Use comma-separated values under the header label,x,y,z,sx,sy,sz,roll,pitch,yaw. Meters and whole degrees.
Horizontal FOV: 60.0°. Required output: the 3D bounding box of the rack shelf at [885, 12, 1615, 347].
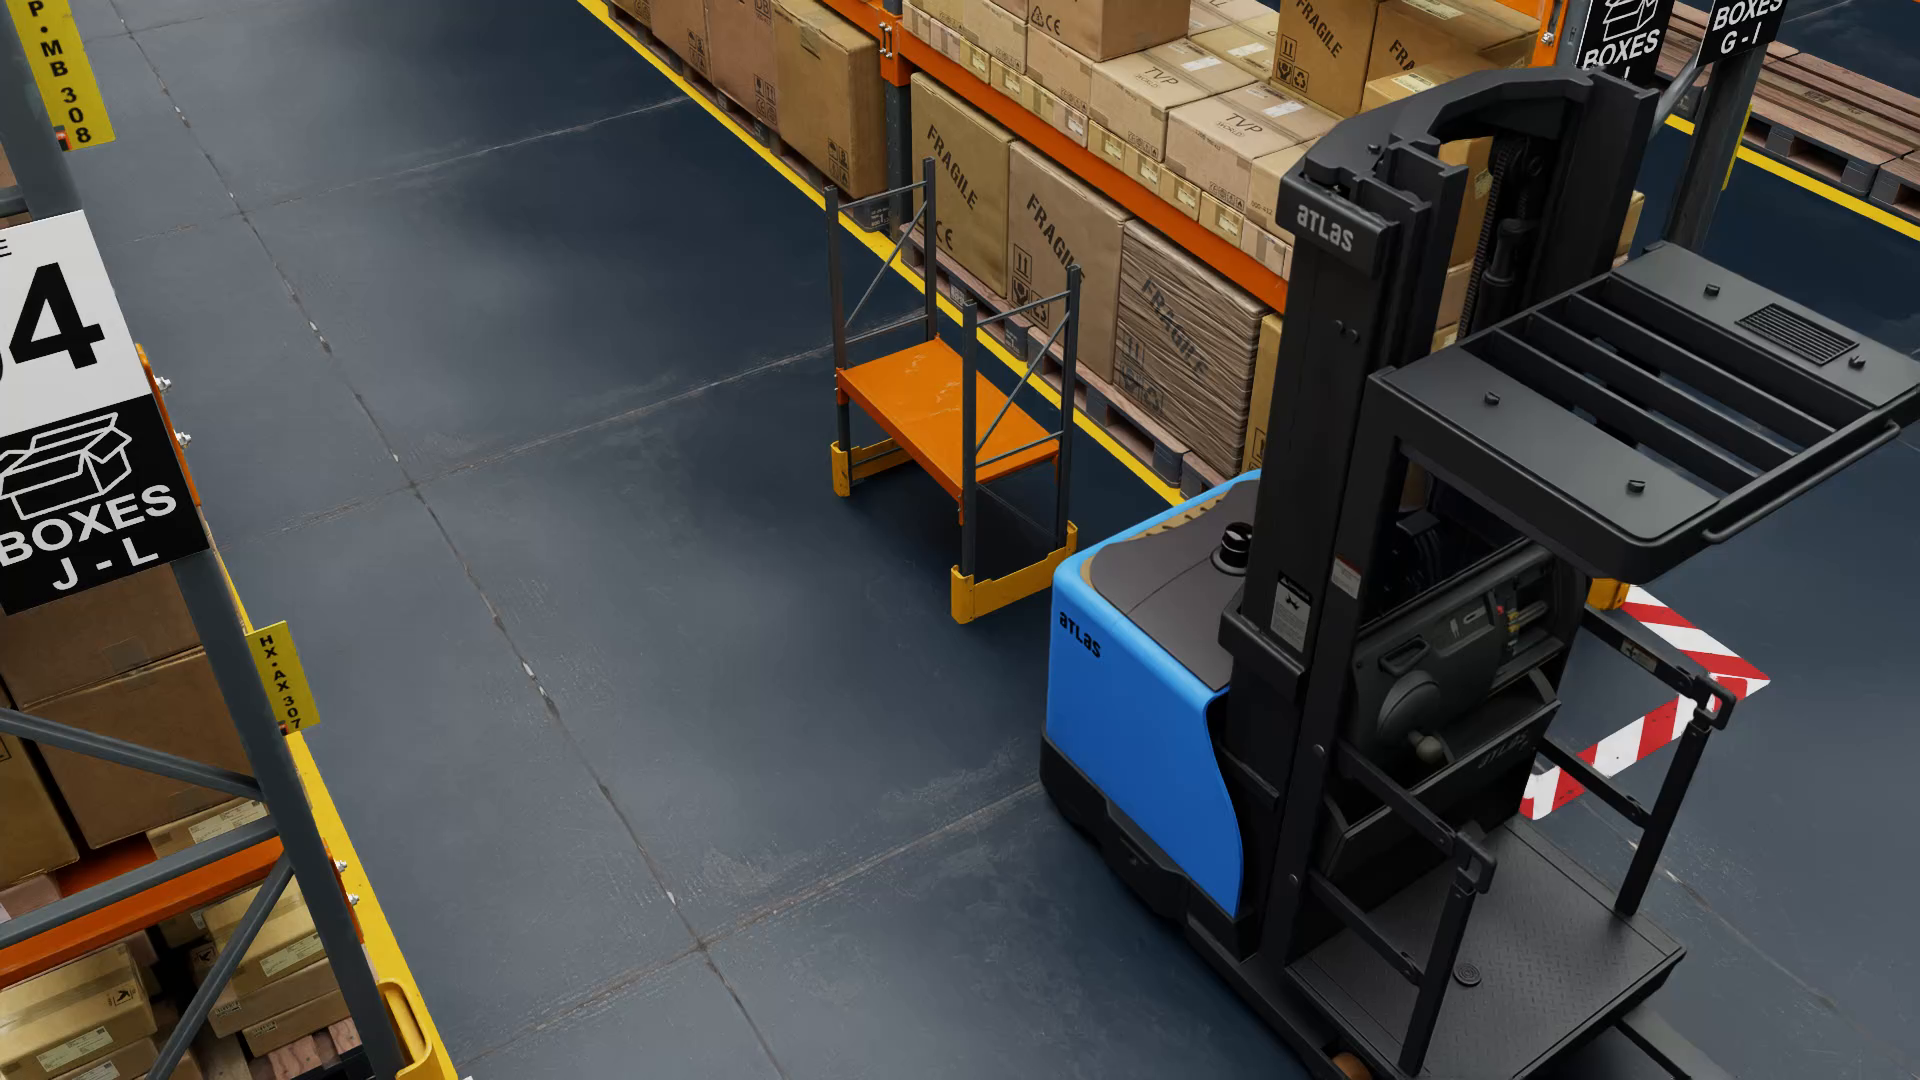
label,x,y,z,sx,sy,sz,roll,pitch,yaw
rack shelf,1.137,-1.612,7.403,1.077,0.370,4.000,-22,45,-24

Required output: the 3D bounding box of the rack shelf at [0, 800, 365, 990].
label,x,y,z,sx,sy,sz,roll,pitch,yaw
rack shelf,-3.099,0.041,5.419,1.077,0.370,4.000,-22,45,-24

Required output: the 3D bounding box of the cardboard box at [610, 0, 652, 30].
label,x,y,z,sx,sy,sz,roll,pitch,yaw
cardboard box,-1.735,-4.092,11.149,1.225,0.875,0.875,-24,46,-26

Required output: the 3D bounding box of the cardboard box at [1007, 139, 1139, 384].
label,x,y,z,sx,sy,sz,roll,pitch,yaw
cardboard box,0.833,-1.443,7.970,0.875,0.875,0.875,-22,45,-24

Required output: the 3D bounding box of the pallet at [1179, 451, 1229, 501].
label,x,y,z,sx,sy,sz,roll,pitch,yaw
pallet,1.717,-0.142,7.255,1.003,0.211,1.213,-22,45,-24

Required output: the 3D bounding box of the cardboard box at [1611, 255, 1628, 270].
label,x,y,z,sx,sy,sz,roll,pitch,yaw
cardboard box,2.300,-1.017,6.324,0.380,0.149,0.250,-22,44,-24

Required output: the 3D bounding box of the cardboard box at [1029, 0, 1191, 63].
label,x,y,z,sx,sy,sz,roll,pitch,yaw
cardboard box,0.646,-2.418,7.108,0.500,0.500,0.500,-24,45,-26

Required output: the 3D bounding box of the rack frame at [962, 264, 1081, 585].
label,x,y,z,sx,sy,sz,roll,pitch,yaw
rack frame,0.227,-0.348,6.496,0.500,1.500,0.032,-22,45,-24

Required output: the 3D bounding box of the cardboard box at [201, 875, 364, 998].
label,x,y,z,sx,sy,sz,roll,pitch,yaw
cardboard box,-2.019,1.150,4.961,0.380,0.149,0.250,-24,46,-26

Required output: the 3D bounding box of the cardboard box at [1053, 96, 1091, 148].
label,x,y,z,sx,sy,sz,roll,pitch,yaw
cardboard box,0.638,-1.897,7.380,0.380,0.149,0.250,-22,44,-24

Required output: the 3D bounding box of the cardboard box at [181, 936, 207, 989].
label,x,y,z,sx,sy,sz,roll,pitch,yaw
cardboard box,-2.245,1.272,5.279,0.380,0.149,0.250,-22,45,-25

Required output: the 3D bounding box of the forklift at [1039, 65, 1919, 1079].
label,x,y,z,sx,sy,sz,roll,pitch,yaw
forklift,1.554,0.370,4.516,1.130,2.935,3.031,-24,46,-26

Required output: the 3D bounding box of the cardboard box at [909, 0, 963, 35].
label,x,y,z,sx,sy,sz,roll,pitch,yaw
cardboard box,0.094,-2.680,8.008,0.500,0.250,0.500,-23,45,-25

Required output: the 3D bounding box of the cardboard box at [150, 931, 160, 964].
label,x,y,z,sx,sy,sz,roll,pitch,yaw
cardboard box,-2.776,1.290,5.258,0.380,0.149,0.250,-22,45,-25

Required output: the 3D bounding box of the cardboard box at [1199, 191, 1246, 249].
label,x,y,z,sx,sy,sz,roll,pitch,yaw
cardboard box,1.193,-1.342,6.713,0.380,0.149,0.250,-23,45,-25

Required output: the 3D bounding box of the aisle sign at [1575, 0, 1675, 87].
label,x,y,z,sx,sy,sz,roll,pitch,yaw
aisle sign,1.998,-1.665,4.874,0.394,0.787,0.004,-22,45,-24

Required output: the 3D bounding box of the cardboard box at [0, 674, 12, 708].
label,x,y,z,sx,sy,sz,roll,pitch,yaw
cardboard box,-2.479,0.146,3.640,0.500,0.500,0.500,-23,45,-25

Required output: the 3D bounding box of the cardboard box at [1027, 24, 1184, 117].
label,x,y,z,sx,sy,sz,roll,pitch,yaw
cardboard box,0.640,-2.133,7.351,0.500,0.250,0.500,-21,44,-23

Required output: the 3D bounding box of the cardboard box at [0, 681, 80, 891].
label,x,y,z,sx,sy,sz,roll,pitch,yaw
cardboard box,-2.482,0.538,3.951,0.500,0.500,0.500,-21,44,-24

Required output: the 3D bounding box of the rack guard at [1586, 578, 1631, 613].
label,x,y,z,sx,sy,sz,roll,pitch,yaw
rack guard,2.226,0.165,6.662,1.175,0.500,0.348,-22,45,-24

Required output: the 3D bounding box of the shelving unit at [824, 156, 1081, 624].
label,x,y,z,sx,sy,sz,roll,pitch,yaw
shelving unit,-0.041,-0.617,6.819,0.587,1.500,1.083,-22,45,-24

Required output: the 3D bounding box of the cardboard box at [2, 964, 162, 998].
label,x,y,z,sx,sy,sz,roll,pitch,yaw
cardboard box,-2.643,1.318,4.992,0.380,0.149,0.250,-23,45,-25

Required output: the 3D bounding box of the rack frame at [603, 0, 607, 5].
label,x,y,z,sx,sy,sz,roll,pitch,yaw
rack frame,-2.089,-5.126,11.059,1.000,3.000,0.127,-22,45,-24

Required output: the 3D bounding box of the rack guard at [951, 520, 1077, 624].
label,x,y,z,sx,sy,sz,roll,pitch,yaw
rack guard,0.227,0.132,6.897,0.587,0.250,0.087,-22,45,-24

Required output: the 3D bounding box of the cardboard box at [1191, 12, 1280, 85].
label,x,y,z,sx,sy,sz,roll,pitch,yaw
cardboard box,1.345,-2.048,7.249,0.500,0.250,0.500,-23,45,-25

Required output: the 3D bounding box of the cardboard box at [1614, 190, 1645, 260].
label,x,y,z,sx,sy,sz,roll,pitch,yaw
cardboard box,2.182,-1.217,6.252,0.500,0.250,0.500,-23,45,-25

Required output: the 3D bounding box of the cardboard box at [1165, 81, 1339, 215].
label,x,y,z,sx,sy,sz,roll,pitch,yaw
cardboard box,1.182,-1.584,6.693,0.500,0.250,0.500,-24,45,-26

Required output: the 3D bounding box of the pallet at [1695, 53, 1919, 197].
label,x,y,z,sx,sy,sz,roll,pitch,yaw
pallet,5.326,-2.558,10.155,1.003,0.211,1.213,-22,45,-24

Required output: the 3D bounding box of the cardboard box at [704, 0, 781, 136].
label,x,y,z,sx,sy,sz,roll,pitch,yaw
cardboard box,-0.780,-3.133,9.999,1.225,0.875,0.875,-24,45,-26

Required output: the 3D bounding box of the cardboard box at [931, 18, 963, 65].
label,x,y,z,sx,sy,sz,roll,pitch,yaw
cardboard box,0.082,-2.455,8.049,0.380,0.149,0.250,-24,45,-26

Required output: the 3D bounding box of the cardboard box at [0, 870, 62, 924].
label,x,y,z,sx,sy,sz,roll,pitch,yaw
cardboard box,-2.437,0.862,4.069,0.380,0.149,0.250,-22,45,-24

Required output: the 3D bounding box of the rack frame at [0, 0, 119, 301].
label,x,y,z,sx,sy,sz,roll,pitch,yaw
rack frame,-2.024,-1.461,1.973,1.000,3.000,0.127,-22,45,-24

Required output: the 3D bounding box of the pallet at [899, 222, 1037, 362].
label,x,y,z,sx,sy,sz,roll,pitch,yaw
pallet,0.405,-1.459,8.836,1.003,0.211,1.213,-22,45,-24

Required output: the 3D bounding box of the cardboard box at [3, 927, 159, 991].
label,x,y,z,sx,sy,sz,roll,pitch,yaw
cardboard box,-2.609,1.196,4.906,0.380,0.149,0.250,-21,44,-24

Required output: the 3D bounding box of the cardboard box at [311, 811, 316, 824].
label,x,y,z,sx,sy,sz,roll,pitch,yaw
cardboard box,-2.296,0.862,5.306,0.380,0.149,0.250,-22,45,-25

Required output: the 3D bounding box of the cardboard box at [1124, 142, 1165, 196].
label,x,y,z,sx,sy,sz,roll,pitch,yaw
cardboard box,0.922,-1.616,7.042,0.380,0.149,0.250,-21,44,-24

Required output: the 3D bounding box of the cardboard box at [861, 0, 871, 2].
label,x,y,z,sx,sy,sz,roll,pitch,yaw
cardboard box,-0.420,-3.164,8.626,0.500,0.500,0.500,-22,45,-24

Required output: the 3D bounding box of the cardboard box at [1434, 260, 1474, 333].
label,x,y,z,sx,sy,sz,roll,pitch,yaw
cardboard box,1.728,-1.035,6.034,0.500,0.250,0.500,-23,45,-25

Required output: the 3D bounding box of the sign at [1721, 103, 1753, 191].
label,x,y,z,sx,sy,sz,roll,pitch,yaw
sign,2.684,-1.359,5.800,0.100,0.325,0.005,-22,45,-24

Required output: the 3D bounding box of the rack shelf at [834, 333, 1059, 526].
label,x,y,z,sx,sy,sz,roll,pitch,yaw
rack shelf,-0.046,-0.484,6.940,0.538,0.185,1.000,-22,45,-24

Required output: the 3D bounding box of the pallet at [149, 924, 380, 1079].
label,x,y,z,sx,sy,sz,roll,pitch,yaw
pallet,-2.471,1.424,5.376,1.003,0.211,1.213,-22,45,-24

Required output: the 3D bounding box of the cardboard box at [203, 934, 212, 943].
label,x,y,z,sx,sy,sz,roll,pitch,yaw
cardboard box,-2.189,1.125,5.223,0.380,0.149,0.250,-22,45,-25

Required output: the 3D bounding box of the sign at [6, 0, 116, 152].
label,x,y,z,sx,sy,sz,roll,pitch,yaw
sign,-1.566,-0.831,2.878,0.100,0.325,0.005,-22,45,-24

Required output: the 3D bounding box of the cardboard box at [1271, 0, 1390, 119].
label,x,y,z,sx,sy,sz,roll,pitch,yaw
cardboard box,1.630,-2.053,6.669,0.500,0.500,0.500,-23,45,-26

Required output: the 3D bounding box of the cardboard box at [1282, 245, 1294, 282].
label,x,y,z,sx,sy,sz,roll,pitch,yaw
cardboard box,1.468,-1.067,6.384,0.380,0.149,0.250,-22,45,-24

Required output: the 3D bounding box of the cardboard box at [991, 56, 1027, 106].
label,x,y,z,sx,sy,sz,roll,pitch,yaw
cardboard box,0.367,-2.172,7.709,0.380,0.149,0.250,-23,45,-26

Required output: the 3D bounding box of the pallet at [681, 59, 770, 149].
label,x,y,z,sx,sy,sz,roll,pitch,yaw
pallet,-1.077,-2.946,10.620,1.003,0.211,1.213,-22,45,-24

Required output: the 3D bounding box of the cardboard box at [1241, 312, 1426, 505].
label,x,y,z,sx,sy,sz,roll,pitch,yaw
cardboard box,1.801,-0.472,6.804,0.875,0.875,0.875,-22,45,-24

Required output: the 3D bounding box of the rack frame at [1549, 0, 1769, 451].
label,x,y,z,sx,sy,sz,roll,pitch,yaw
rack frame,2.213,-0.809,5.877,1.000,3.000,0.127,-22,45,-24
